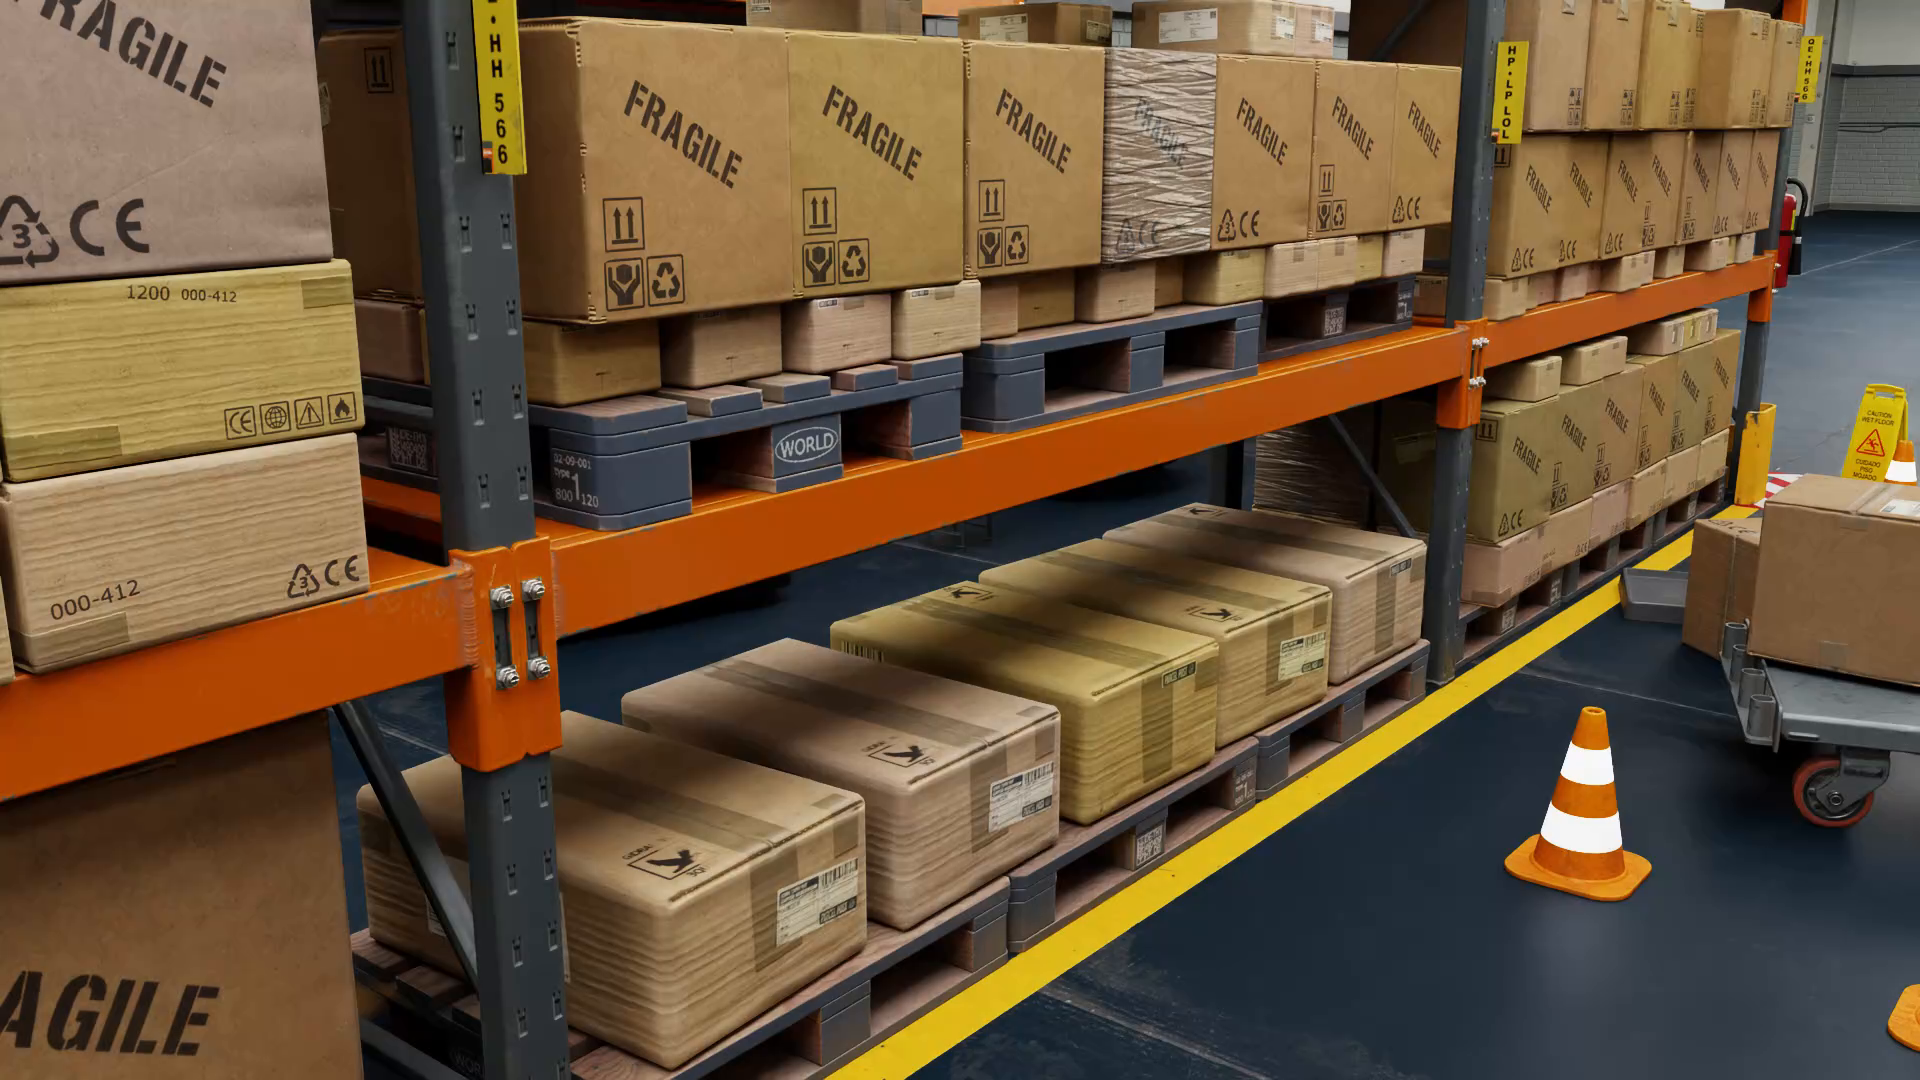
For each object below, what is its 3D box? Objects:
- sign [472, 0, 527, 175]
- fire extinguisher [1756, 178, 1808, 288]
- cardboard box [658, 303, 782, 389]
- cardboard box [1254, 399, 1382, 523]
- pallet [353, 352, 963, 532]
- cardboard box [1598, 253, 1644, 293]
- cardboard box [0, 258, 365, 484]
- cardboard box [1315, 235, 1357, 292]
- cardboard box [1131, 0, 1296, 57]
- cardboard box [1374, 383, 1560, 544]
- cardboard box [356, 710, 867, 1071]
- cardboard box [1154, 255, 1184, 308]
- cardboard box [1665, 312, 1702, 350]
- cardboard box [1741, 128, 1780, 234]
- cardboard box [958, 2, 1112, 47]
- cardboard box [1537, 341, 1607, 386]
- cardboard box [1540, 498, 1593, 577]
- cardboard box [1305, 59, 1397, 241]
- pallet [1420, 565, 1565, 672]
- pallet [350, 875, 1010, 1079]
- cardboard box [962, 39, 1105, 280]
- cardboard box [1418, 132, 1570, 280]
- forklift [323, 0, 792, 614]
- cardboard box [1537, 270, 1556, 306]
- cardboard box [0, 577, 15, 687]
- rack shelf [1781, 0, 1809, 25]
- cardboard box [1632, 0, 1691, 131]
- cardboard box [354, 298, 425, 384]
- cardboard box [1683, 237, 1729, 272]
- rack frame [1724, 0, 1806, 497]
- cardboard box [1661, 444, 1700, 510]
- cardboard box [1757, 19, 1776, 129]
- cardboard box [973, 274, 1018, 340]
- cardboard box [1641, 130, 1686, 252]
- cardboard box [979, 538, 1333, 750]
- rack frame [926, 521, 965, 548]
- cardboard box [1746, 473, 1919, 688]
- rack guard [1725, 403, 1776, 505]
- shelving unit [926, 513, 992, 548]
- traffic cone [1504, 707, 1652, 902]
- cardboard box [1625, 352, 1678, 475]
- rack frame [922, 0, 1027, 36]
[{"bbox_3d":[-0.693,-0.715,2.495,0.100,0.325,0.005,11,18,38],"label":"sign"},{"bbox_3d":[4.332,-1.685,8.819,0.296,0.674,0.183,11,18,38],"label":"fire extinguisher"},{"bbox_3d":[-0.574,-0.404,3.277,0.380,0.149,0.250,10,17,34],"label":"cardboard box"},{"bbox_3d":[1.550,-0.395,6.792,0.500,0.500,0.500,11,18,37],"label":"cardboard box"},{"bbox_3d":[-0.762,-0.299,3.599,1.213,0.211,1.003,11,18,38],"label":"pallet"},{"bbox_3d":[2.646,-1.138,7.020,0.380,0.149,0.250,11,18,38],"label":"cardboard box"},{"bbox_3d":[-1.234,-0.277,2.410,0.500,0.250,0.500,11,18,37],"label":"cardboard box"},{"bbox_3d":[0.965,-0.843,5.007,0.380,0.149,0.250,11,18,37],"label":"cardboard box"},{"bbox_3d":[0.696,-1.402,4.574,0.380,0.149,0.250,10,18,35],"label":"cardboard box"},{"bbox_3d":[1.968,-0.311,6.463,0.500,0.500,0.500,12,19,40],"label":"cardboard box"},{"bbox_3d":[-0.764,0.724,3.665,0.950,0.372,0.625,10,17,34],"label":"cardboard box"},{"bbox_3d":[0.381,-0.718,4.515,0.380,0.149,0.250,10,18,36],"label":"cardboard box"},{"bbox_3d":[3.262,-0.998,7.850,0.380,0.149,0.250,12,18,38],"label":"cardboard box"},{"bbox_3d":[3.775,-1.817,8.378,0.500,0.500,0.500,11,18,37],"label":"cardboard box"},{"bbox_3d":[0.214,-1.457,4.787,0.380,0.149,0.250,13,19,41],"label":"cardboard box"},{"bbox_3d":[2.415,-0.739,6.829,0.380,0.149,0.250,12,19,40],"label":"cardboard box"},{"bbox_3d":[2.295,-0.051,6.965,0.500,0.250,0.500,13,19,41],"label":"cardboard box"},{"bbox_3d":[0.965,-1.182,5.025,0.500,0.500,0.500,11,18,38],"label":"cardboard box"},{"bbox_3d":[1.782,0.212,6.860,1.003,0.211,1.213,11,18,38],"label":"pallet"},{"bbox_3d":[-0.634,0.963,3.904,1.003,0.211,1.213,11,18,38],"label":"pallet"},{"bbox_3d":[-0.013,-0.890,3.872,0.500,0.500,0.500,12,18,38],"label":"cardboard box"},{"bbox_3d":[1.881,-1.239,6.101,0.500,0.500,0.500,11,18,37],"label":"cardboard box"},{"bbox_3d":[-2.227,-1.059,6.339,3.031,2.935,1.130,-9,17,-33],"label":"forklift"},{"bbox_3d":[2.096,-1.006,6.502,0.380,0.149,0.250,11,18,37],"label":"cardboard box"},{"bbox_3d":[-1.552,0.071,2.057,0.500,0.250,0.500,12,18,39],"label":"cardboard box"},{"bbox_3d":[2.644,-2.494,7.215,1.077,0.370,4.000,11,18,38],"label":"rack shelf"},{"bbox_3d":[2.507,-1.920,6.750,0.700,0.500,0.500,11,18,36],"label":"cardboard box"},{"bbox_3d":[-1.104,-0.420,3.343,0.380,0.149,0.250,12,19,40],"label":"cardboard box"},{"bbox_3d":[3.444,-1.379,7.971,0.380,0.149,0.250,12,18,39],"label":"cardboard box"},{"bbox_3d":[3.901,-1.771,9.004,1.000,3.000,0.127,11,18,38],"label":"rack frame"},{"bbox_3d":[3.271,-0.348,8.132,0.500,0.250,0.500,11,18,38],"label":"cardboard box"},{"bbox_3d":[3.426,-2.221,7.937,0.700,0.500,0.500,11,18,38],"label":"cardboard box"},{"bbox_3d":[-0.086,-0.557,3.879,0.380,0.149,0.250,13,19,41],"label":"cardboard box"},{"bbox_3d":[2.806,-1.533,7.258,0.500,0.500,0.500,12,18,38],"label":"cardboard box"},{"bbox_3d":[0.610,0.304,5.319,0.950,0.372,0.625,13,19,41],"label":"cardboard box"},{"bbox_3d":[-0.069,-0.415,7.929,0.240,0.900,0.006,11,18,38],"label":"rack frame"},{"bbox_3d":[2.791,0.109,5.141,0.500,0.500,0.500,11,18,38],"label":"cardboard box"},{"bbox_3d":[3.854,-0.545,9.254,1.175,0.500,0.348,11,18,38],"label":"rack guard"},{"bbox_3d":[-0.005,-0.435,8.006,0.258,0.900,0.210,11,18,38],"label":"shelving unit"},{"bbox_3d":[1.697,0.678,4.513,0.336,0.463,0.334,11,18,38],"label":"traffic cone"},{"bbox_3d":[2.953,-0.616,7.664,0.500,0.500,0.500,11,18,36],"label":"cardboard box"},{"bbox_3d":[0.038,-2.539,12.025,1.000,3.000,0.127,11,18,38],"label":"rack frame"}]
